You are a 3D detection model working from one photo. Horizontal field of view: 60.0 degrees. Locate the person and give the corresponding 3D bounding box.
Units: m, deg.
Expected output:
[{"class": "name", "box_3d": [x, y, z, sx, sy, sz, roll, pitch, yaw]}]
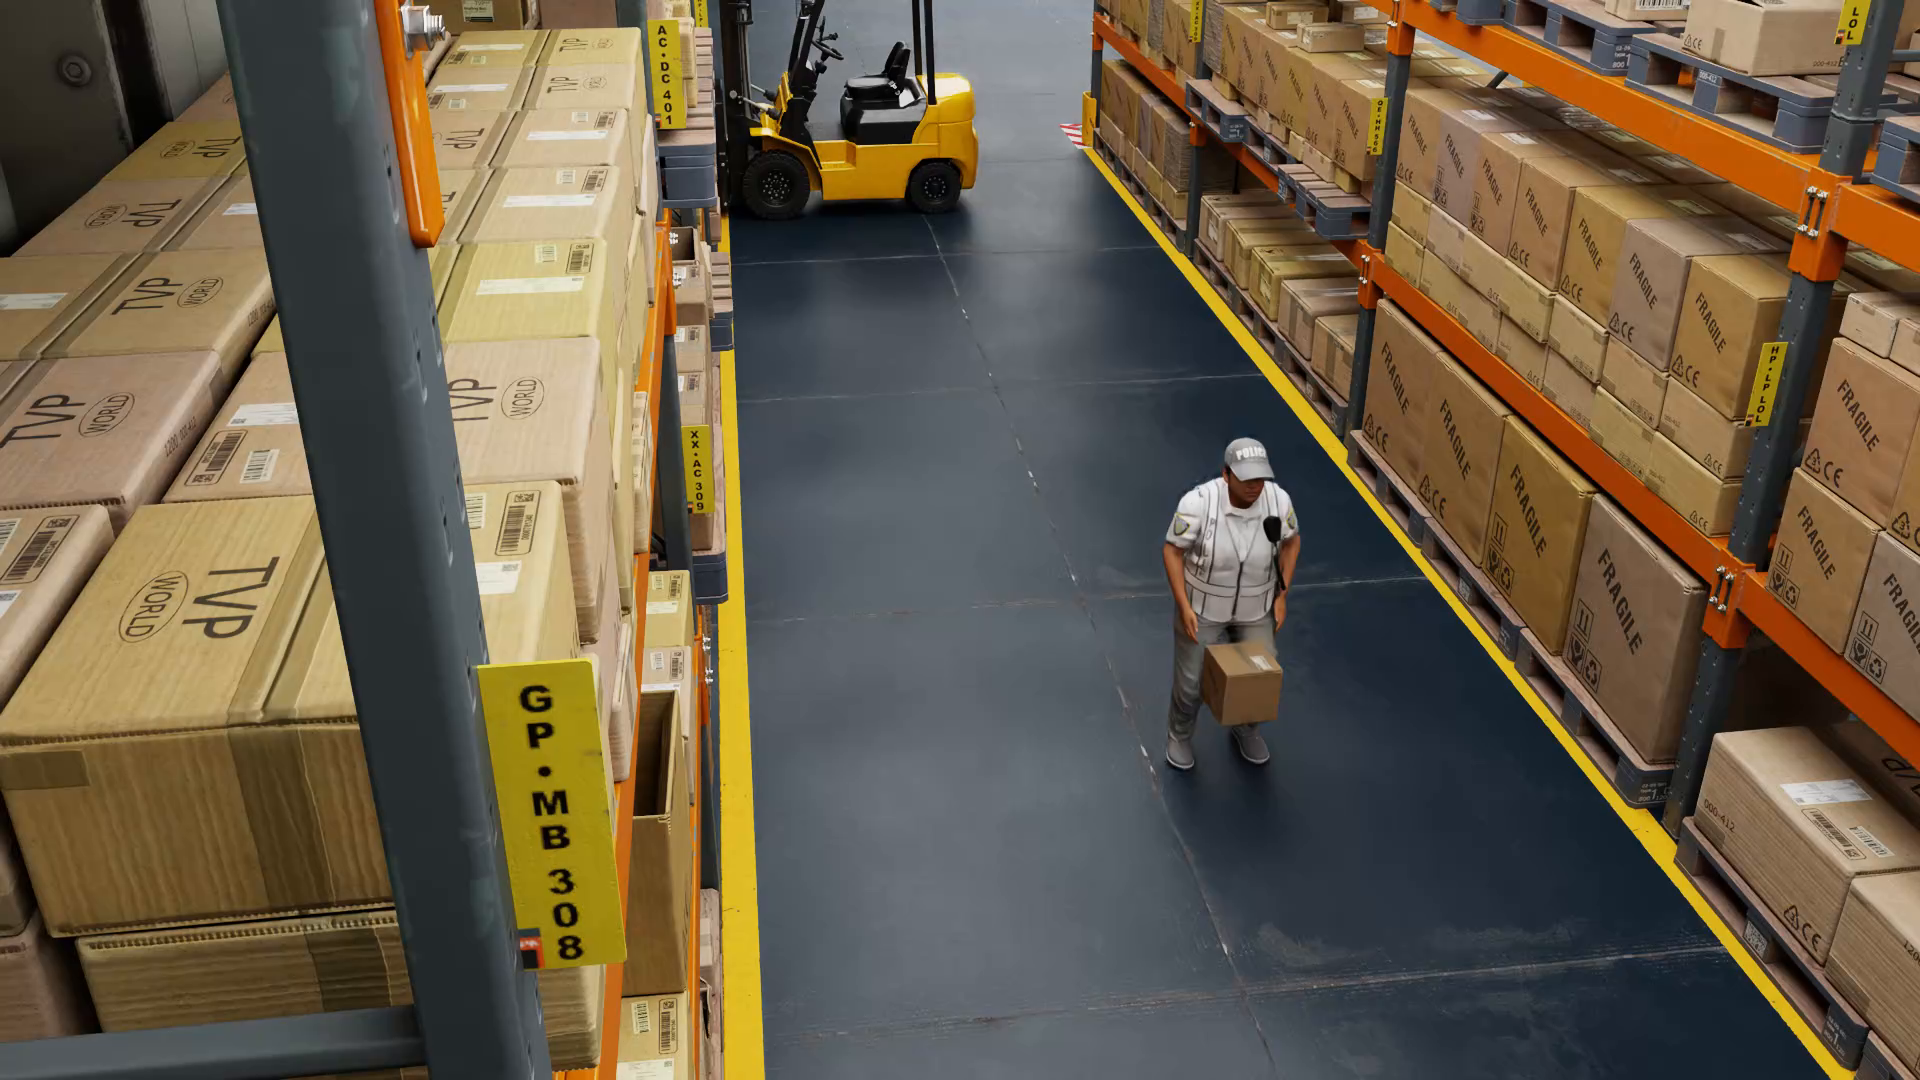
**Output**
[{"class": "person", "box_3d": [1.151, 0.285, 7.110, 0.602, 1.625, 0.492, -2, 27, -4]}]
